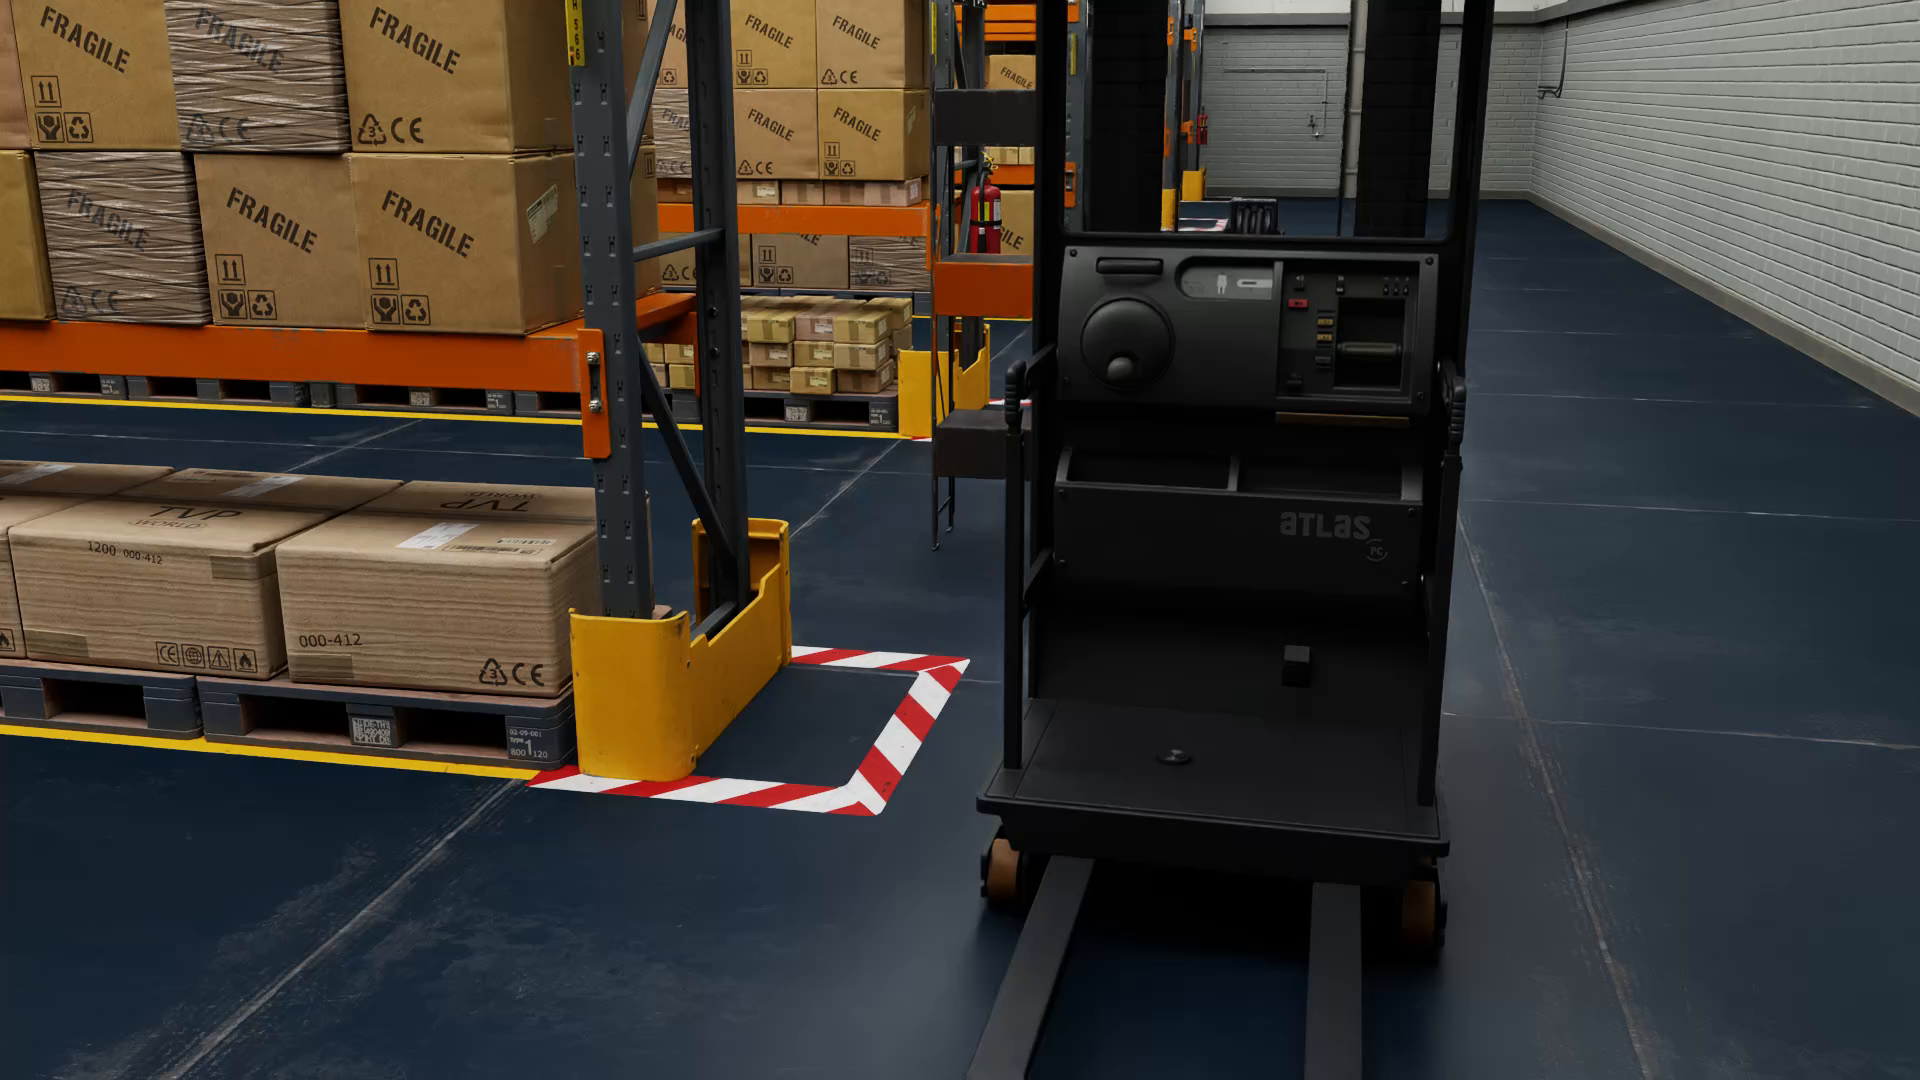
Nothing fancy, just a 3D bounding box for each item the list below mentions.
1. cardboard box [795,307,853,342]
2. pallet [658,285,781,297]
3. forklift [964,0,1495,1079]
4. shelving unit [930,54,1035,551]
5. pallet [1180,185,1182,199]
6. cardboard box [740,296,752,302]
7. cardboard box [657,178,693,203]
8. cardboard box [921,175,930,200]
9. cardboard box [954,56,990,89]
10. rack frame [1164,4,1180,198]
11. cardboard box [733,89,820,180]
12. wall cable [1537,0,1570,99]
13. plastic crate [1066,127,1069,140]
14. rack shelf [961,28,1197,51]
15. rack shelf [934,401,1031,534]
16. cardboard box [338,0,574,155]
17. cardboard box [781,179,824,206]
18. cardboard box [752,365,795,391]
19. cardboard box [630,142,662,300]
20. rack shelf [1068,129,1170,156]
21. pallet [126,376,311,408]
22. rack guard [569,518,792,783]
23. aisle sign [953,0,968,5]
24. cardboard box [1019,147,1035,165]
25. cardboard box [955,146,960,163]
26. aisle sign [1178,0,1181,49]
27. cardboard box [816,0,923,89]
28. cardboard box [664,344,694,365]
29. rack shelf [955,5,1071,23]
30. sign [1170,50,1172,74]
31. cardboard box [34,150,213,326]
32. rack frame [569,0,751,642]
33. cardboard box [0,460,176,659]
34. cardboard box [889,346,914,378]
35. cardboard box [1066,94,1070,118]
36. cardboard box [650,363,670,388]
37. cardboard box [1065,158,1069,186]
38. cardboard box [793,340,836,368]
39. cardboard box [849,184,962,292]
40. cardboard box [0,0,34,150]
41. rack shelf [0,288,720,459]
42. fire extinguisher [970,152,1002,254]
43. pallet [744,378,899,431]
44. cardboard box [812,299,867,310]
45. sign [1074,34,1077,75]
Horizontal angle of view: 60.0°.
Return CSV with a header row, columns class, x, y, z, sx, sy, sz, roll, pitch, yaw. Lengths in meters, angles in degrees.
class,x,y,z,sx,sy,sz,roll,pitch,yaw
cardboard box,-0.814,-1.296,9.990,0.250,0.149,0.380,3,16,12
pallet,-2.113,-2.290,15.365,1.213,0.211,1.003,3,16,11
forklift,0.670,-0.547,3.974,1.130,2.935,3.031,3,16,12
shelving unit,0.162,-1.003,7.180,0.503,2.100,0.431,3,16,11
pallet,3.240,-6.048,28.930,1.213,0.211,1.003,3,16,11
cardboard box,-1.501,-1.461,10.586,0.250,0.149,0.380,4,16,13
cardboard box,-1.631,-2.104,9.939,0.250,0.149,0.380,2,16,9
cardboard box,-0.262,-2.172,10.185,0.250,0.149,0.380,3,16,11
cardboard box,0.171,-4.038,14.768,0.500,0.500,0.500,3,16,10
rack frame,3.055,-6.074,23.799,0.127,3.000,1.000,3,16,11
cardboard box,-1.005,-2.367,9.674,0.500,0.500,0.500,3,16,10
wall cable,9.510,-8.370,26.668,0.112,2.526,3.097,3,16,11
plastic crate,1.229,-4.676,19.135,0.243,0.136,0.396,3,16,11
rack shelf,2.079,-8.575,28.557,4.000,0.370,1.077,3,16,11
rack shelf,0.162,-0.315,7.370,0.480,0.518,0.431,3,16,11
cardboard box,-1.417,-1.383,4.806,0.500,0.500,0.500,4,16,13
cardboard box,-0.871,-2.045,9.726,0.250,0.149,0.380,3,16,11
cardboard box,-1.081,-1.016,10.094,0.250,0.149,0.380,3,16,11
cardboard box,-1.311,-1.039,5.435,0.500,0.500,0.500,3,16,11
rack shelf,1.095,-5.833,24.279,4.000,0.370,1.077,3,16,11
pallet,-4.693,-1.100,11.068,1.213,0.211,1.003,3,16,11
rack guard,-0.874,0.316,5.415,0.348,0.500,1.175,3,16,11
aisle sign,0.002,-3.361,9.135,0.004,0.787,0.394,3,16,11
cardboard box,0.663,-3.294,14.235,0.250,0.149,0.380,3,16,12
cardboard box,-0.084,-3.335,14.382,0.250,0.149,0.380,3,16,12
aisle sign,3.061,-7.243,23.149,0.004,0.787,0.394,3,16,11
cardboard box,-0.508,-2.823,9.446,0.500,0.500,0.500,3,16,10
cardboard box,-1.604,-1.167,10.082,0.250,0.149,0.380,3,16,12
rack shelf,0.105,-5.983,19.201,4.000,0.370,1.077,3,16,11
sign,2.925,-6.640,23.082,0.005,0.325,0.100,3,16,11
cardboard box,-2.418,-0.950,5.115,0.500,0.500,0.500,4,16,13
rack frame,-0.897,-0.890,5.085,0.127,3.000,1.000,3,16,11
cardboard box,-3.346,0.039,5.746,0.875,0.438,0.875,3,16,9
cardboard box,-0.460,-1.130,10.507,0.250,0.149,0.380,3,16,12
cardboard box,1.565,-6.129,23.812,0.500,0.500,0.500,3,16,12
cardboard box,-1.852,-1.043,10.190,0.250,0.149,0.380,3,16,12
cardboard box,1.825,-6.458,29.083,0.500,0.500,0.700,3,16,12
cardboard box,-0.829,-1.143,9.997,0.250,0.149,0.380,3,16,10
cardboard box,-0.457,-2.722,14.894,0.875,0.875,0.875,3,16,11
cardboard box,-2.912,-1.458,5.075,0.500,0.500,0.500,3,16,11
rack shelf,-2.857,-0.650,5.566,4.000,0.370,1.077,3,16,11
fire extinguisher,0.145,-1.839,9.355,0.183,0.674,0.296,3,16,11
pallet,-0.874,-0.903,10.356,1.213,0.211,1.003,3,16,11
cardboard box,-0.750,-1.405,10.385,0.250,0.149,0.380,3,16,12
sign,0.956,-4.013,13.748,0.005,0.325,0.100,3,16,11
